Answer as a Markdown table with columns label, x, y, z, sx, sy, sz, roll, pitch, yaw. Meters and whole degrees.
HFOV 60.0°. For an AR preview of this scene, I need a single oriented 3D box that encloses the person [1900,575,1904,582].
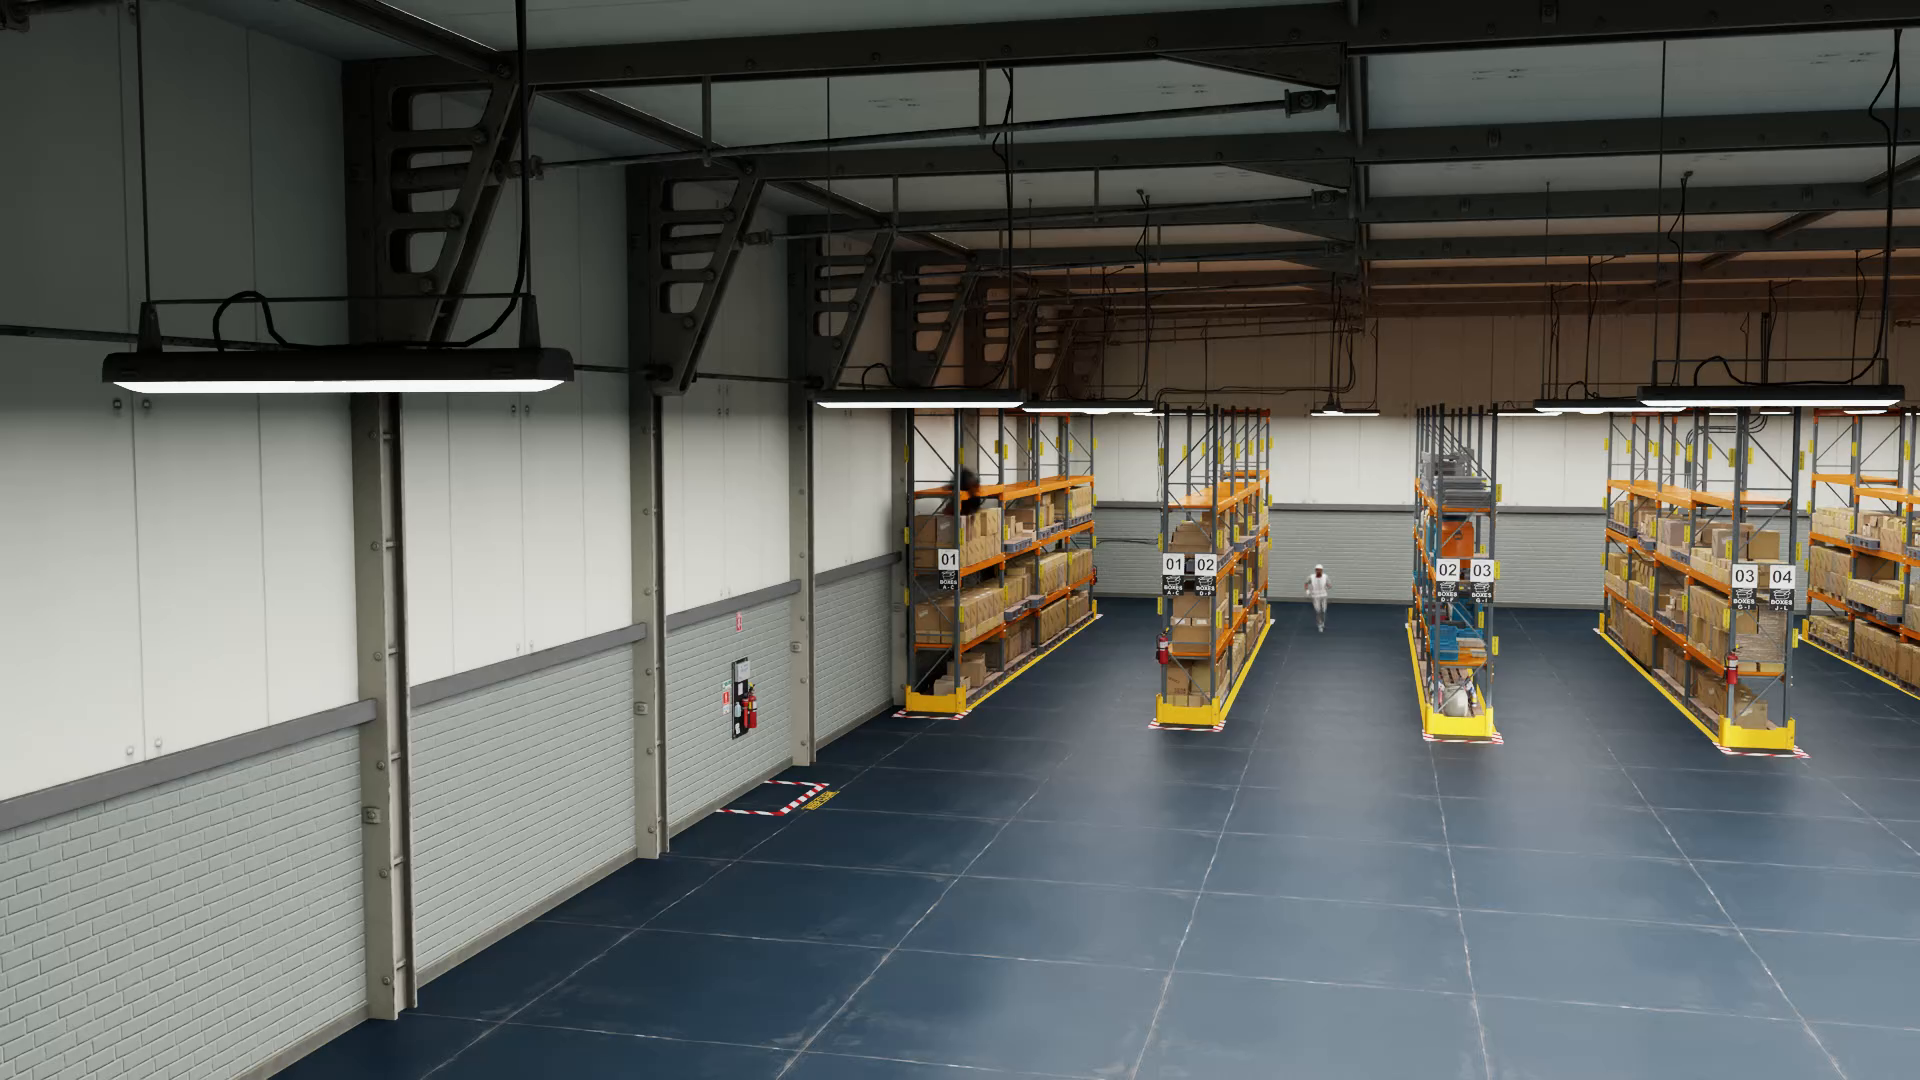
| label | x | y | z | sx | sy | sz | roll | pitch | yaw |
| --- | --- | --- | --- | --- | --- | --- | --- | --- | --- |
| person | 23.930 | 1.771 | 42.358 | 0.676 | 1.822 | 0.896 | 1 | 4 | 17 |

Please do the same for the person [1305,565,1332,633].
| label | x | y | z | sx | sy | sz | roll | pitch | yaw |
| --- | --- | --- | --- | --- | --- | --- | --- | --- | --- |
| person | 9.700 | 1.558 | 44.930 | 0.692 | 1.803 | 0.875 | 0 | 4 | 1 |
